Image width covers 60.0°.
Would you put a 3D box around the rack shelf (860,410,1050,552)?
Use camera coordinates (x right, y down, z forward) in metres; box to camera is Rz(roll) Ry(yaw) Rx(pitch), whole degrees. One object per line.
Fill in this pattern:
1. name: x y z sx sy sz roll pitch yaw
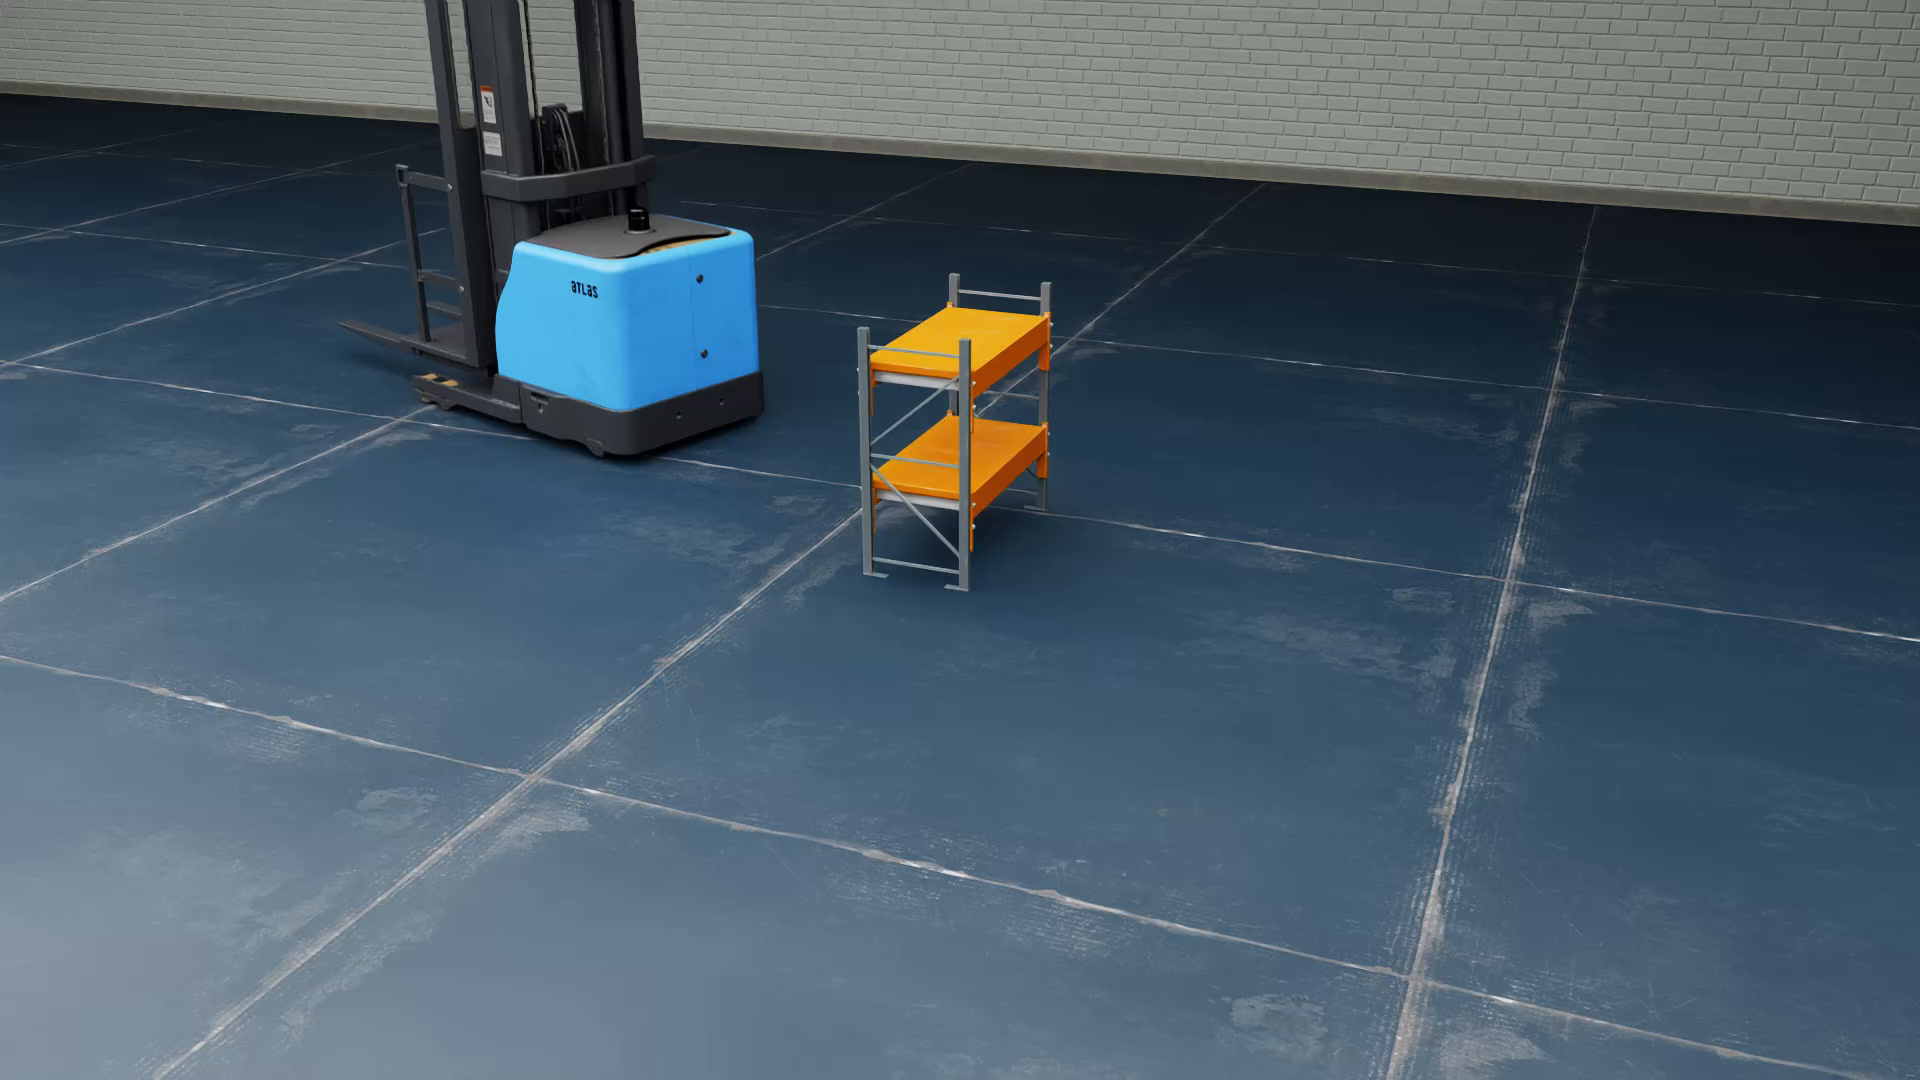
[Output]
1. rack shelf: -0.002 -0.291 7.622 0.538 0.278 1.000 9 24 20

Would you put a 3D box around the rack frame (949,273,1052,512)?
1. rack frame: 0.186 -0.699 7.963 0.500 1.125 0.032 9 24 20

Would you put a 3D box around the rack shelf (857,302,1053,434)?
1. rack shelf: -0.002 -0.787 7.415 0.538 0.278 1.000 9 24 20

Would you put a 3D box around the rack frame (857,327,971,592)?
1. rack frame: -0.191 -0.335 7.092 0.500 1.125 0.032 9 24 20

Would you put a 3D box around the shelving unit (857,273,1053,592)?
1. shelving unit: -0.002 -0.517 7.527 0.538 1.125 1.048 9 24 20

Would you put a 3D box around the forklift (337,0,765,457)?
1. forklift: -2.545 -2.239 9.307 3.031 2.935 1.130 18 29 37
